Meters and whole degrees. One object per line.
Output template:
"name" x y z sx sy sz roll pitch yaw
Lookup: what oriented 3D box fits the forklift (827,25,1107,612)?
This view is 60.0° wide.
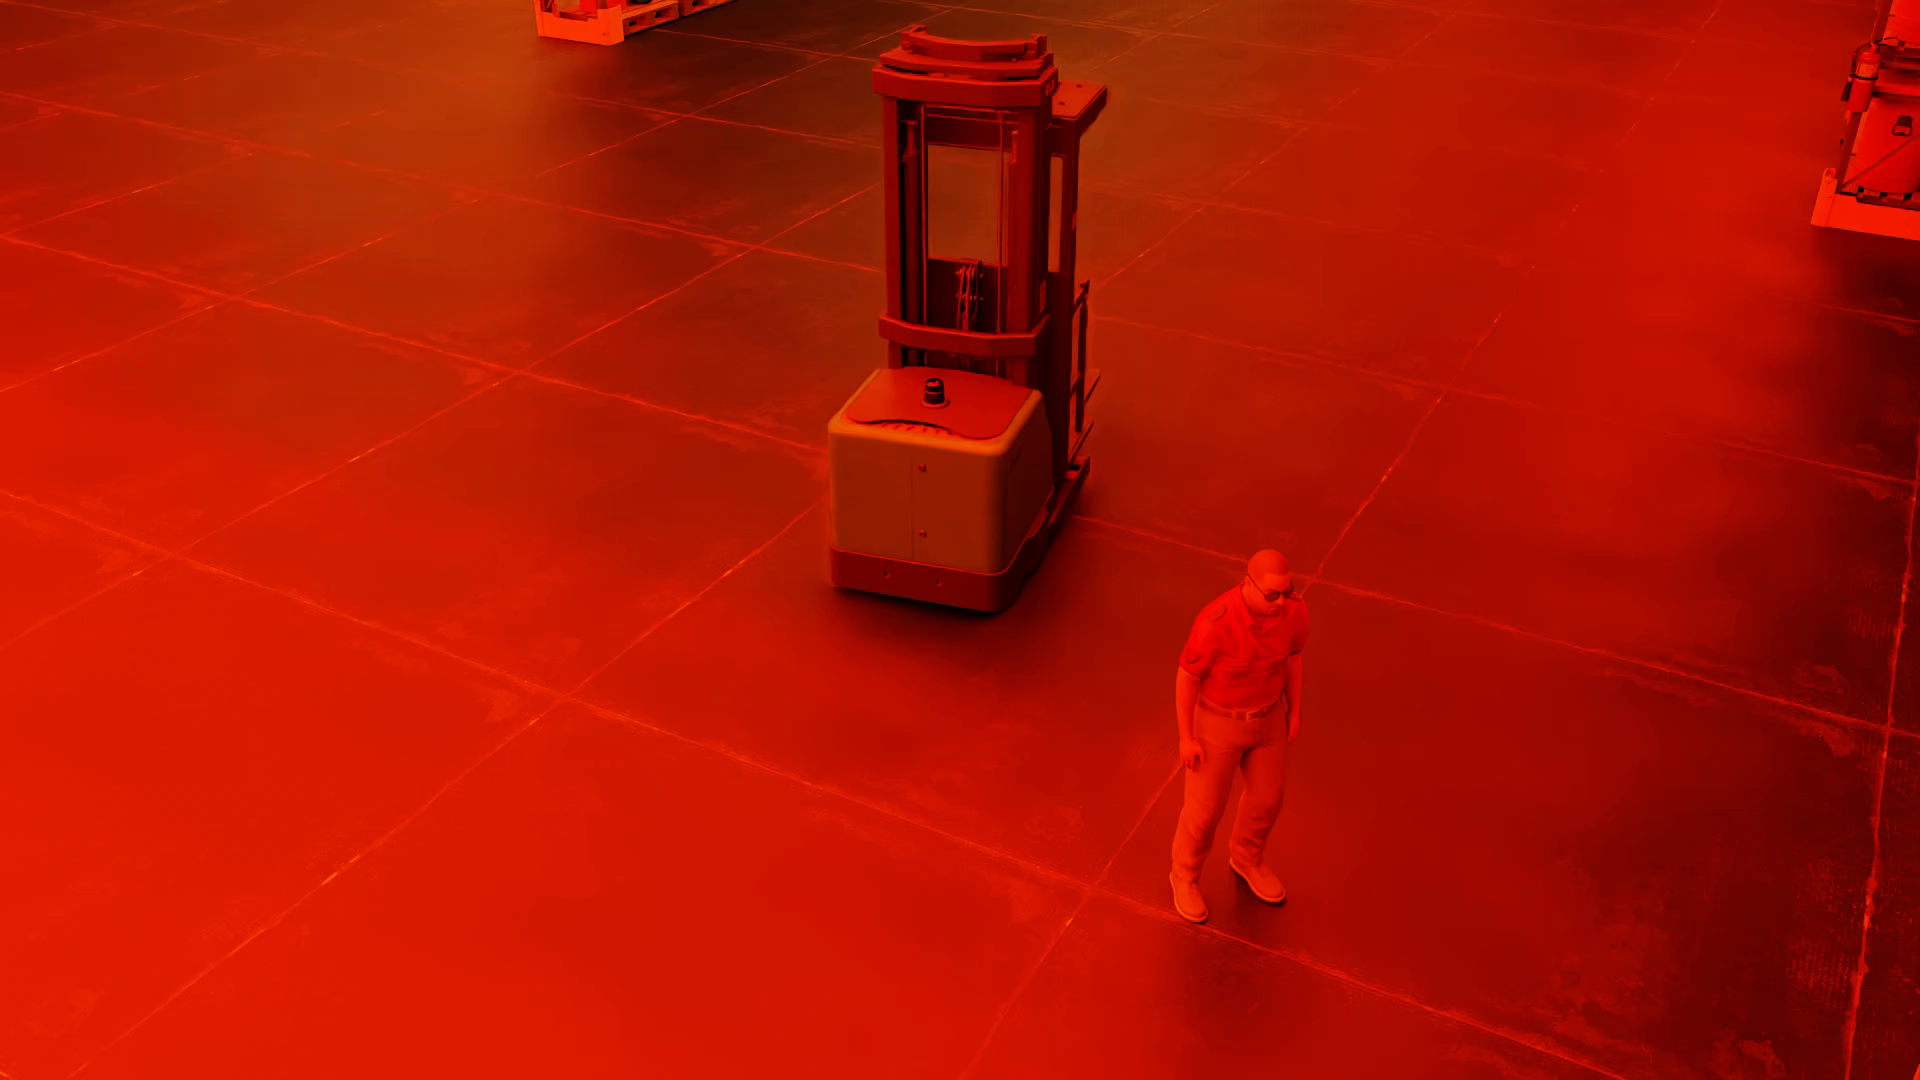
"forklift" 0.198 -1.596 9.836 1.130 2.935 3.031 9 31 15

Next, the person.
"person" 1.172 0.779 6.928 0.586 1.727 0.398 -11 32 -18
